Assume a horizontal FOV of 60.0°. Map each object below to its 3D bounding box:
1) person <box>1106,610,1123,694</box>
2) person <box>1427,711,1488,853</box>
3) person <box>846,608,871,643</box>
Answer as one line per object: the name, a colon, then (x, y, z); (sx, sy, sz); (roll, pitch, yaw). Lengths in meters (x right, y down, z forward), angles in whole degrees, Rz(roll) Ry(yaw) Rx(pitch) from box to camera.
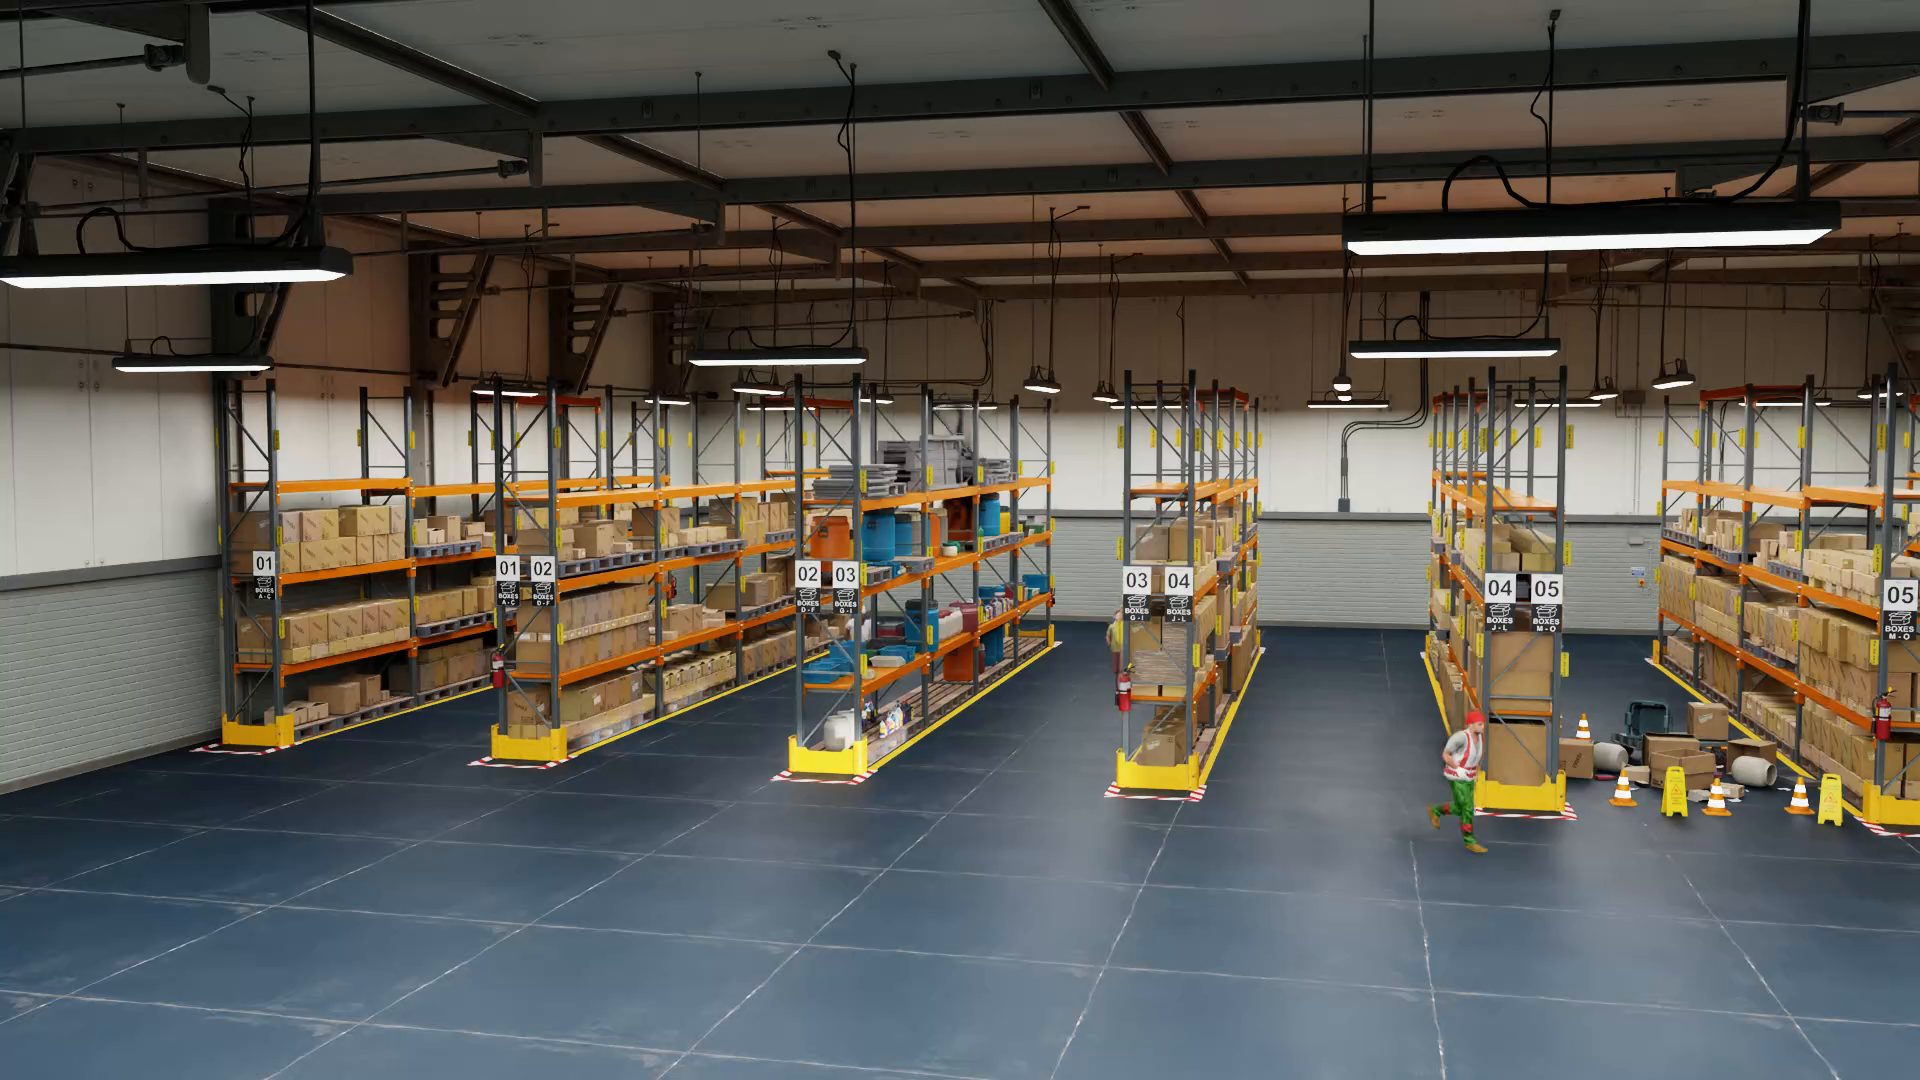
person: (3.176, 2.201, 32.971); (0.566, 1.647, 0.875); (1, 3, 11)
person: (6.087, 2.924, 20.433); (0.632, 1.732, 0.896); (-2, 4, -31)
person: (-1.919, 2.171, 32.624); (0.702, 1.770, 0.946); (1, 3, 9)
